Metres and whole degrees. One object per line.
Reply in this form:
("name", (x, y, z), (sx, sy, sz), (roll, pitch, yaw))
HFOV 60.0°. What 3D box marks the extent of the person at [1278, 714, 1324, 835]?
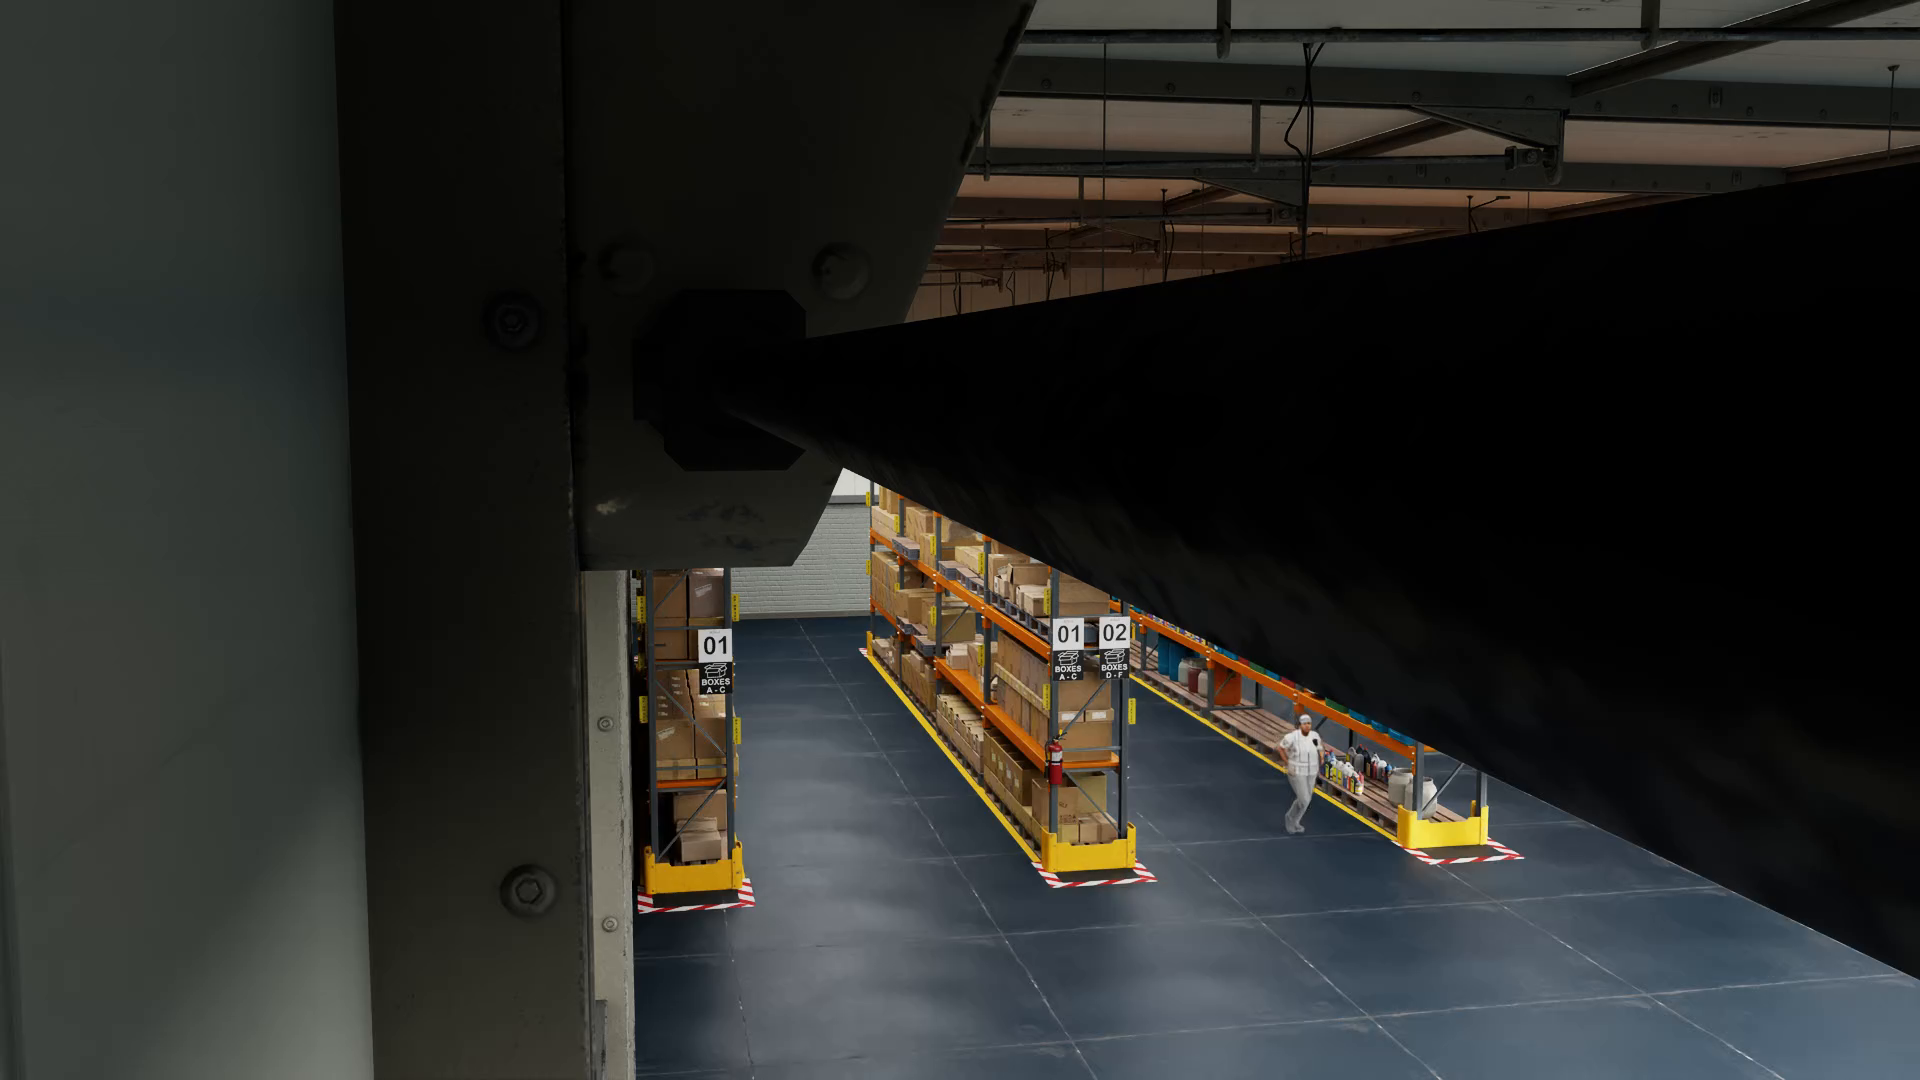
("person", (4.661, 3.173, 22.478), (0.581, 1.652, 0.631), (-2, 6, -18))
